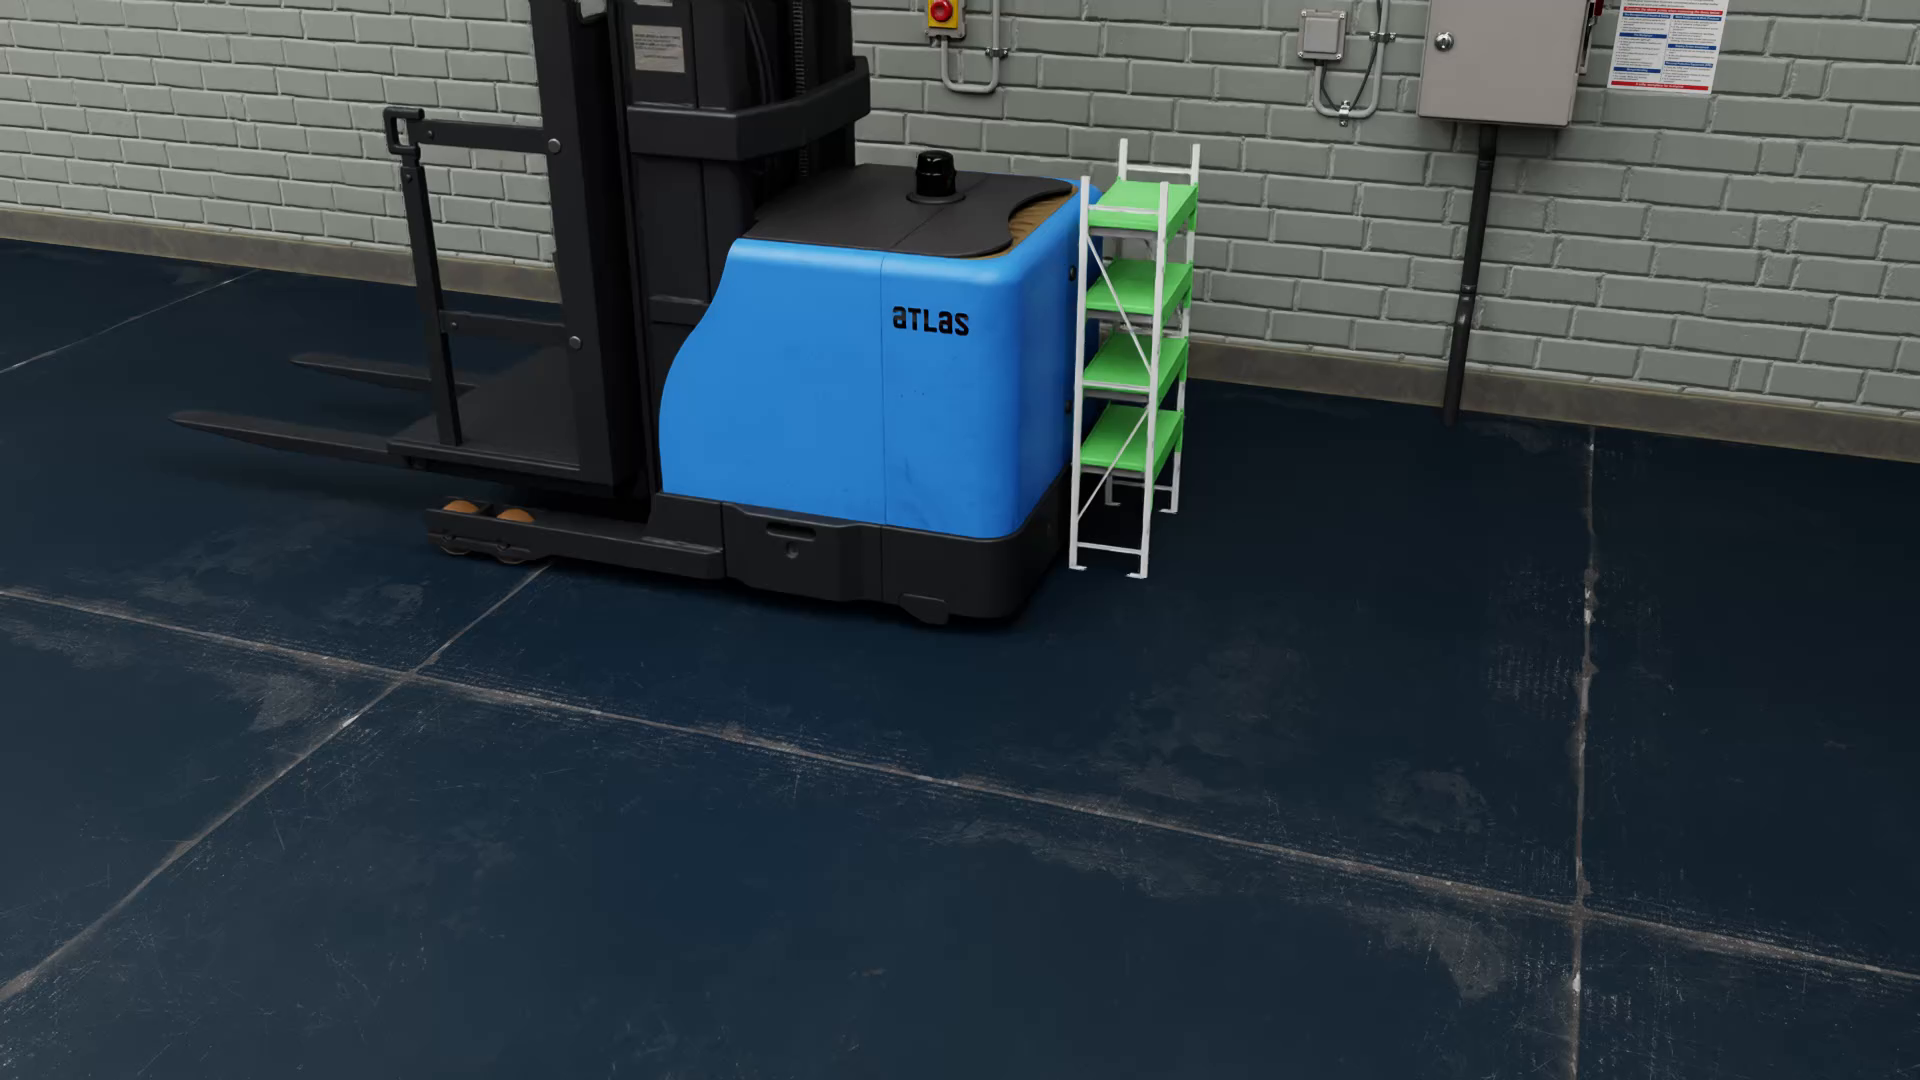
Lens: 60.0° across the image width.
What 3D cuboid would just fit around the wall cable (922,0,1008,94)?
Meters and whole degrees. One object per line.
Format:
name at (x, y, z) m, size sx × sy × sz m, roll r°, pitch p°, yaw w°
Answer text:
wall cable at (-0.110, -2.603, 5.983) m, size 0.585 × 1.953 × 0.123 m, roll 9°, pitch 27°, yaw 17°

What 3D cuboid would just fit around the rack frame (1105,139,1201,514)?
rack frame at (0.594, -0.643, 5.202) m, size 0.240 × 1.200 × 0.015 m, roll 8°, pitch 27°, yaw 16°

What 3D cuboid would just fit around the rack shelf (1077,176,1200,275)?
rack shelf at (0.522, -0.916, 4.811) m, size 0.258 × 0.148 × 0.480 m, roll 8°, pitch 27°, yaw 16°

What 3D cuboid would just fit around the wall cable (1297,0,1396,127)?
wall cable at (1.232, -2.388, 5.574) m, size 0.588 × 1.984 × 0.122 m, roll 9°, pitch 27°, yaw 17°

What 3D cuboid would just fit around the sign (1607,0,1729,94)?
sign at (2.357, -1.738, 5.506) m, size 0.329 × 0.494 × 0.001 m, roll 9°, pitch 27°, yaw 17°

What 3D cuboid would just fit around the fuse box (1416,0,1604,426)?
fuse box at (1.823, -1.187, 5.739) m, size 0.539 × 1.711 × 0.414 m, roll 9°, pitch 27°, yaw 17°

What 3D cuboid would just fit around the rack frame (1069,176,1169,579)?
rack frame at (0.449, -0.440, 4.782) m, size 0.240 × 1.200 × 0.015 m, roll 8°, pitch 27°, yaw 16°

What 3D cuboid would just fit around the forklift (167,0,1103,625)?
forklift at (-1.125, -1.452, 4.885) m, size 3.031 × 2.935 × 1.130 m, roll 8°, pitch 27°, yaw 17°

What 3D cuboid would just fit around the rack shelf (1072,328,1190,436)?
rack shelf at (0.522, -0.484, 5.020) m, size 0.258 × 0.148 × 0.480 m, roll 8°, pitch 27°, yaw 16°

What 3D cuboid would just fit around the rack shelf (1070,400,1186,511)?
rack shelf at (0.522, -0.268, 5.124) m, size 0.258 × 0.148 × 0.480 m, roll 8°, pitch 27°, yaw 16°

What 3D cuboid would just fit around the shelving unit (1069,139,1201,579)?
shelving unit at (0.522, -0.542, 4.992) m, size 0.258 × 1.200 × 0.503 m, roll 8°, pitch 27°, yaw 16°

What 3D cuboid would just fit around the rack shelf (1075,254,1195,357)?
rack shelf at (0.522, -0.700, 4.915) m, size 0.258 × 0.148 × 0.480 m, roll 8°, pitch 27°, yaw 16°
